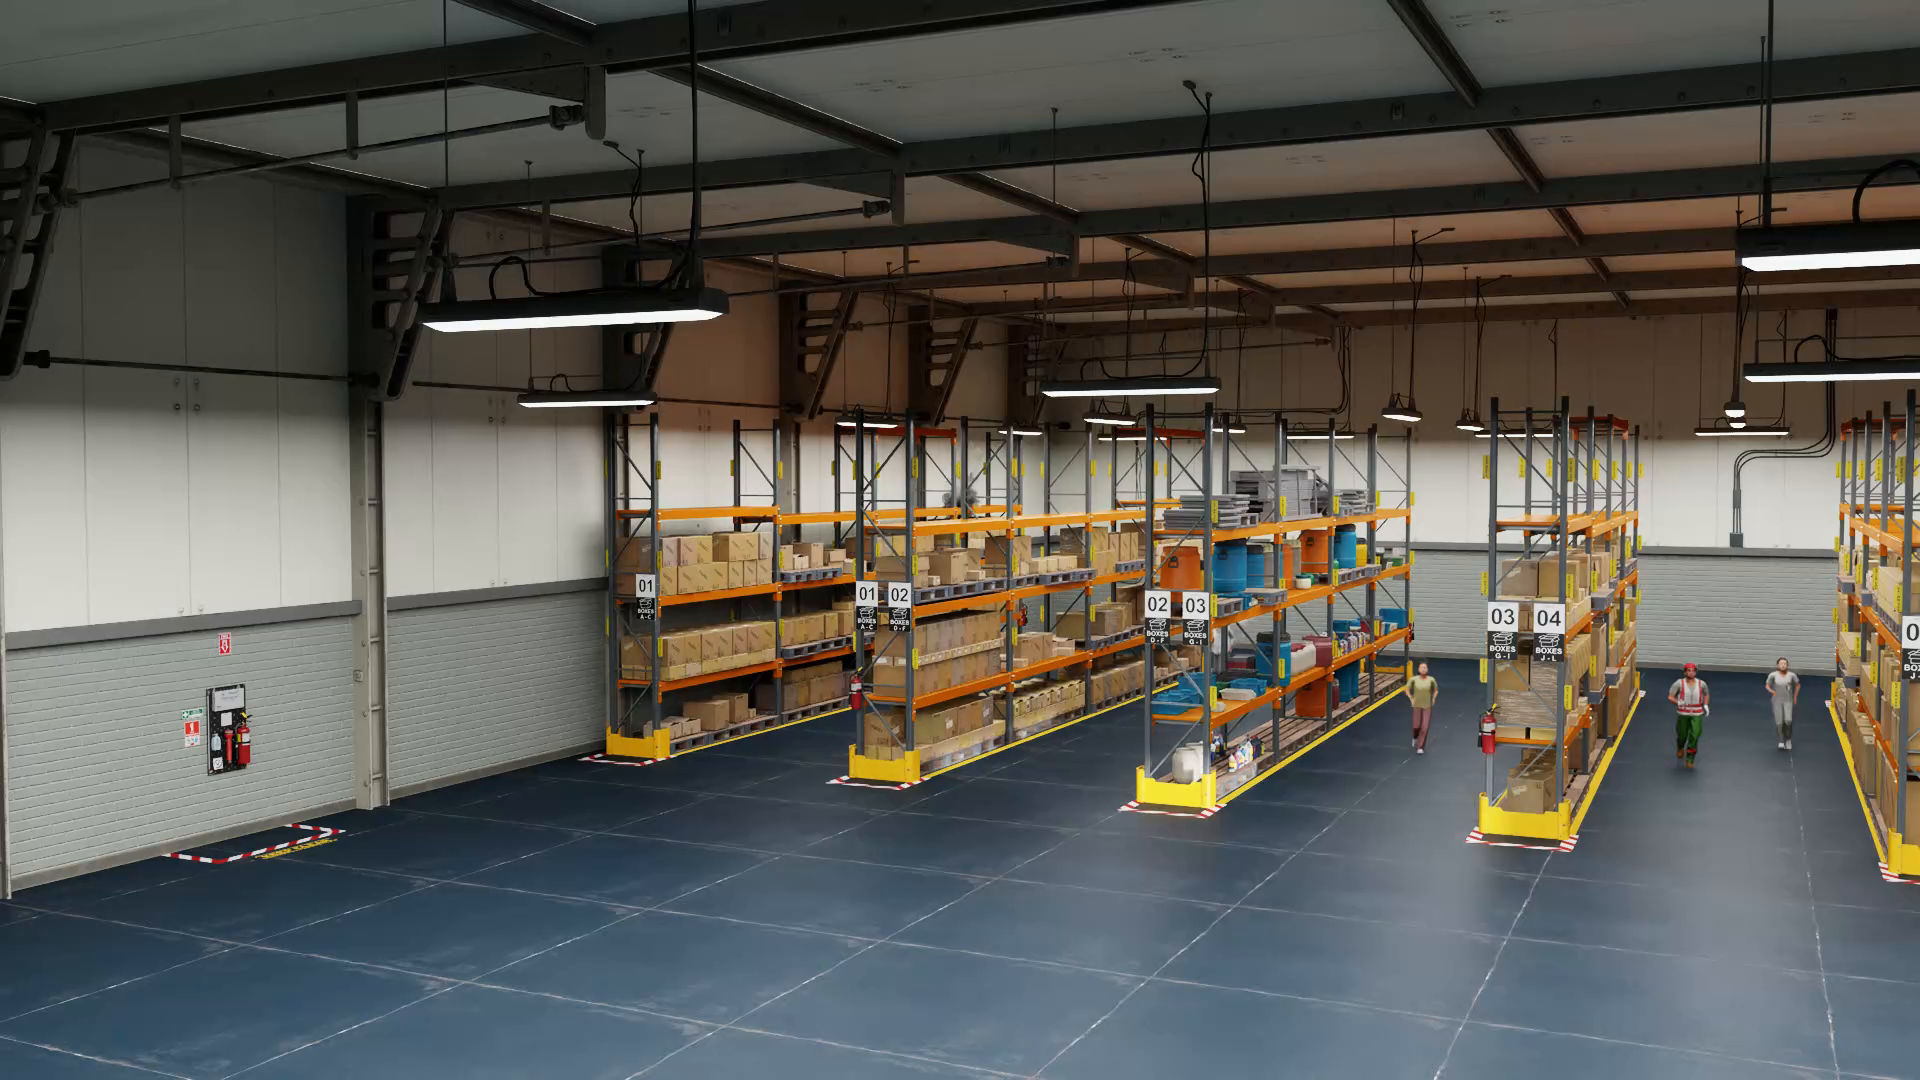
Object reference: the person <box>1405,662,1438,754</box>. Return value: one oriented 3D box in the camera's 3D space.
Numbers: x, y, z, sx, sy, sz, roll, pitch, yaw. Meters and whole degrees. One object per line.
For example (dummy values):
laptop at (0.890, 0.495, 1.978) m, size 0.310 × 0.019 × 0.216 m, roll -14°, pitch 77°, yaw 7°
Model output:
person at (8.157, 2.951, 29.352) m, size 0.566 × 1.623 × 0.536 m, roll 0°, pitch 2°, yaw 8°

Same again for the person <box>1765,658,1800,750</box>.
person at (14.701, 2.923, 29.728) m, size 0.561 × 1.645 × 0.632 m, roll 1°, pitch 3°, yaw 27°

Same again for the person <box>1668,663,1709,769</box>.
person at (12.277, 2.939, 28.009) m, size 0.663 × 1.757 × 0.782 m, roll 1°, pitch 2°, yaw 15°

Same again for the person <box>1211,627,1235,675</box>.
person at (5.815, 2.534, 37.324) m, size 0.663 × 1.750 × 0.957 m, roll 1°, pitch 3°, yaw 20°
